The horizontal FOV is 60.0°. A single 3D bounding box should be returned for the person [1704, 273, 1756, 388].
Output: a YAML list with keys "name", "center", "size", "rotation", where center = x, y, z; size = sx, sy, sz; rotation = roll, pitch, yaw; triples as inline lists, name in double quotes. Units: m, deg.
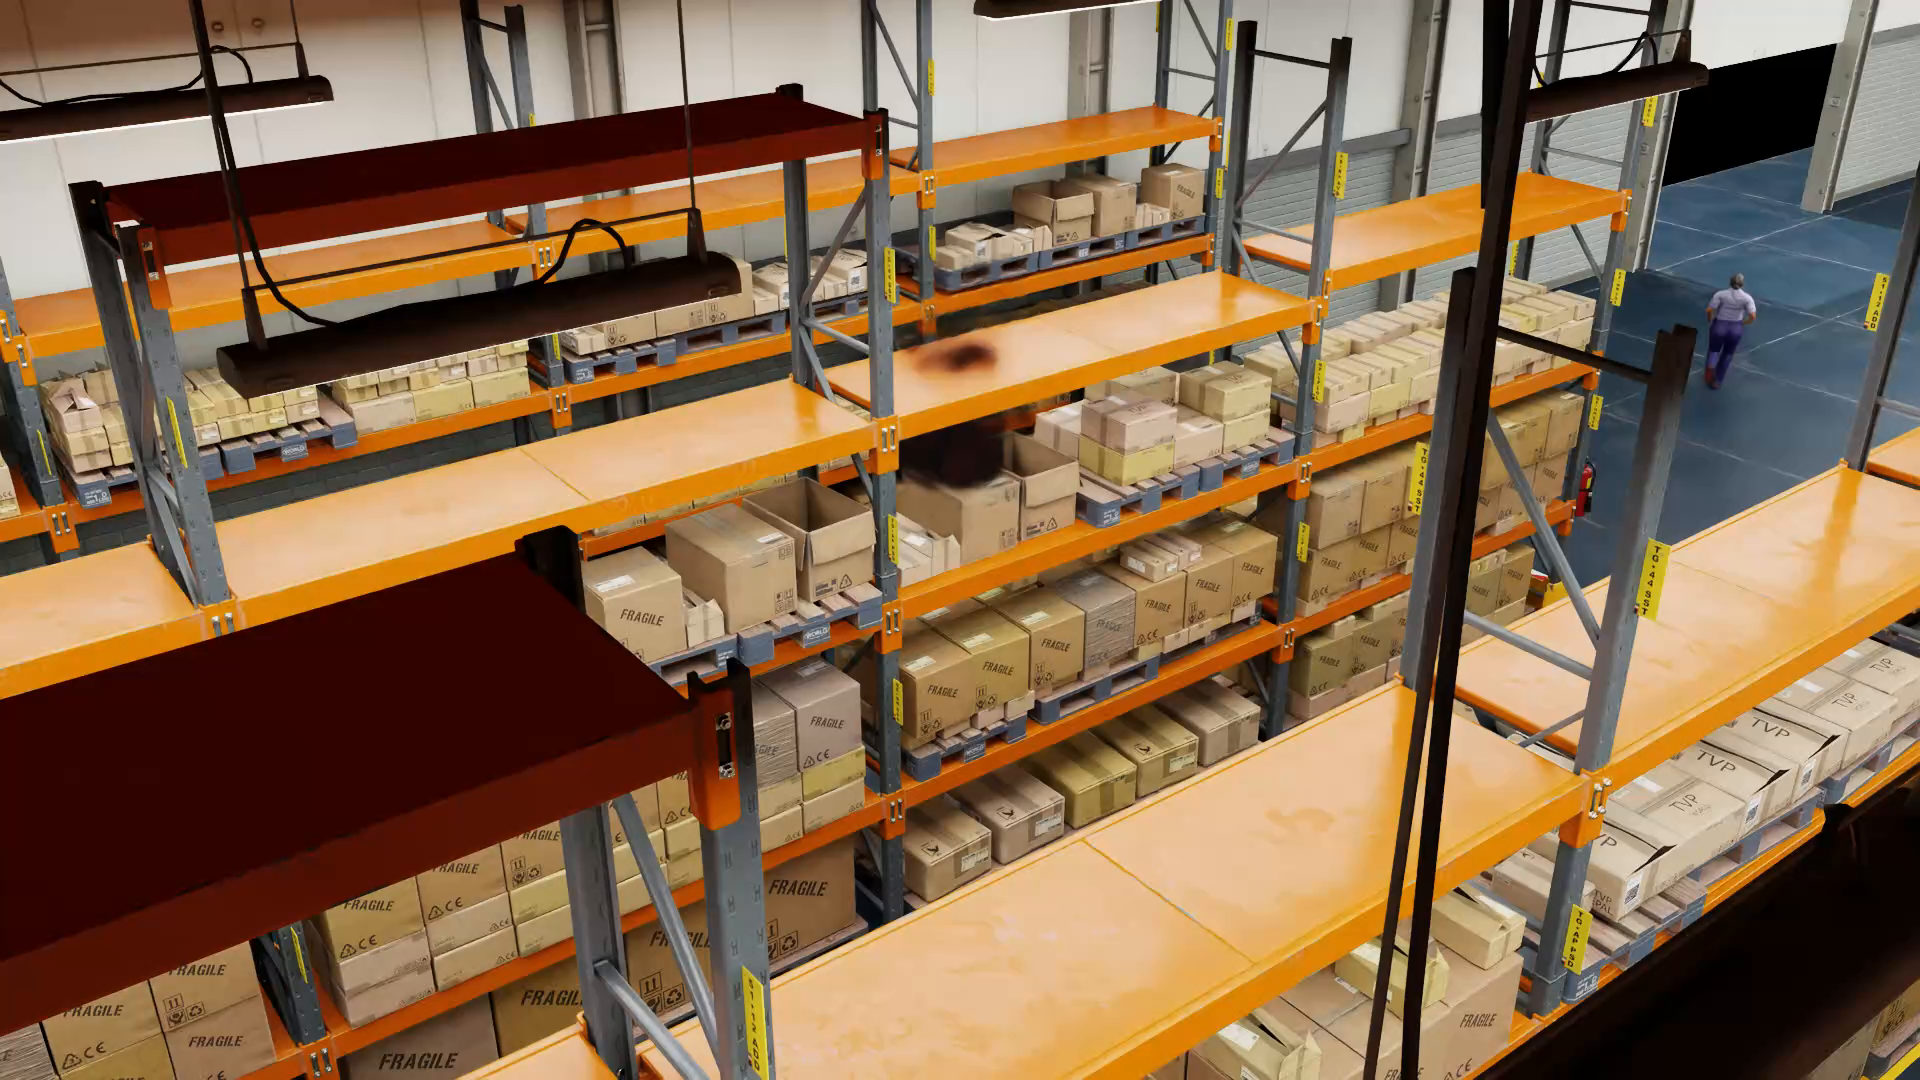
- name: "person"
  center: [10.090, -2.727, 21.893]
  size: [0.608, 1.611, 0.592]
  rotation: [11, 28, 21]
